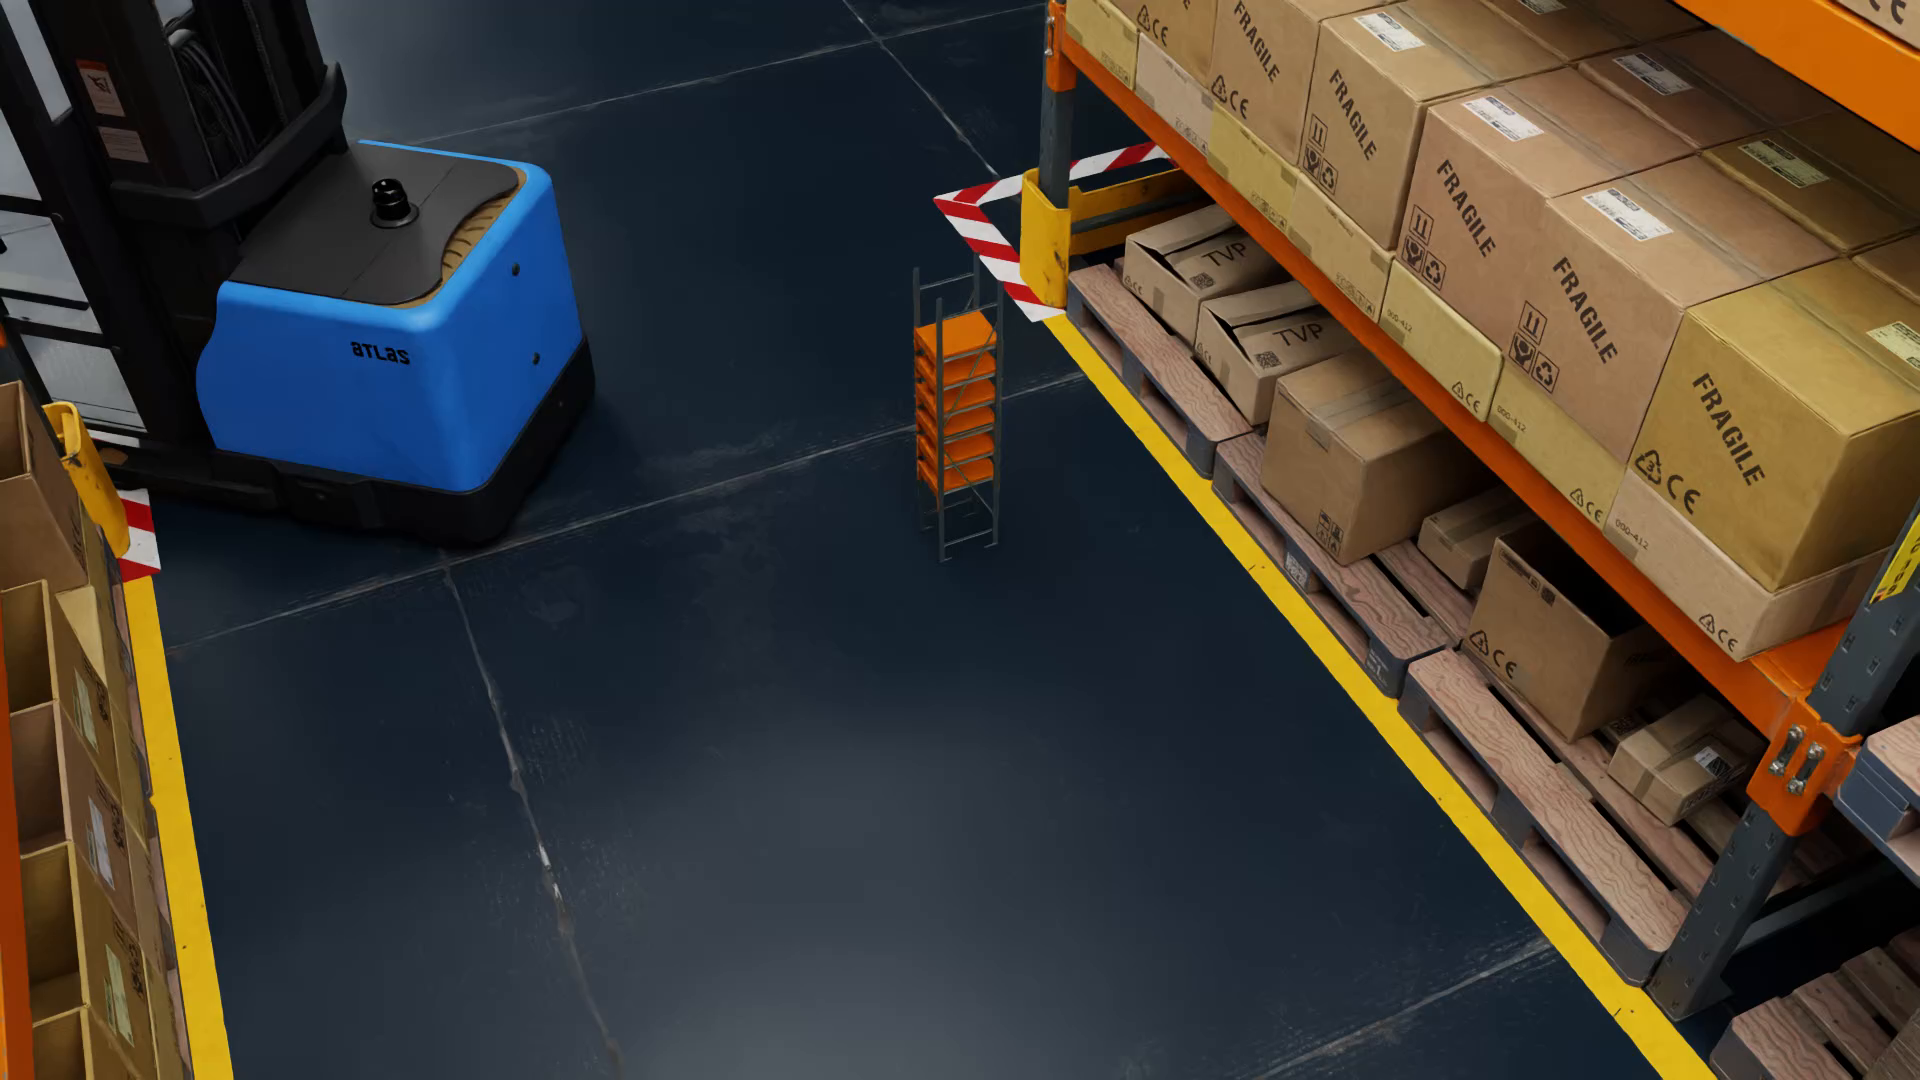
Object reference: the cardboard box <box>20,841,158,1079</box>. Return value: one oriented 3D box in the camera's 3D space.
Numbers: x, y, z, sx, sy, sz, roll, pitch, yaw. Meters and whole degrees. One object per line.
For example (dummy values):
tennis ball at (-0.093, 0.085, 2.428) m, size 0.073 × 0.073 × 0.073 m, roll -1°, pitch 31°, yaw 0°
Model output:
cardboard box at (-2.327, 1.153, 4.070) m, size 0.500 × 0.500 × 0.500 m, roll -18°, pitch 47°, yaw -17°

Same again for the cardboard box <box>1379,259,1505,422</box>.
cardboard box at (1.596, -0.651, 4.867) m, size 0.500 × 0.250 × 0.500 m, roll -18°, pitch 47°, yaw -18°

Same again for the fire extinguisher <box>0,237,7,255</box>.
fire extinguisher at (-3.305, -1.118, 5.302) m, size 0.296 × 0.674 × 0.183 m, roll -18°, pitch 47°, yaw -17°

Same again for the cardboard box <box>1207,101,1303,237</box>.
cardboard box at (1.173, -1.294, 5.518) m, size 0.500 × 0.250 × 0.500 m, roll -19°, pitch 48°, yaw -18°

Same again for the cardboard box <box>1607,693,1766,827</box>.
cardboard box at (2.246, 0.671, 5.139) m, size 0.380 × 0.166 × 0.250 m, roll -24°, pitch 49°, yaw -22°

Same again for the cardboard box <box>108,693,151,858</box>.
cardboard box at (-2.751, 0.784, 4.978) m, size 0.500 × 0.250 × 0.500 m, roll -18°, pitch 47°, yaw -17°

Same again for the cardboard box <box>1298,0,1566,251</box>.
cardboard box at (1.382, -1.251, 4.941) m, size 0.500 × 0.500 × 0.500 m, roll -17°, pitch 47°, yaw -16°

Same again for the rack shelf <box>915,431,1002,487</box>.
rack shelf at (-0.006, -0.319, 5.953) m, size 0.258 × 0.103 × 0.180 m, roll -18°, pitch 47°, yaw -17°

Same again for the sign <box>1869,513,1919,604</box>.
sign at (2.009, 0.008, 3.490) m, size 0.100 × 0.325 × 0.005 m, roll -18°, pitch 47°, yaw -17°

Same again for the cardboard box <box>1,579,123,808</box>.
cardboard box at (-2.748, 0.516, 4.716) m, size 0.500 × 0.500 × 0.500 m, roll -18°, pitch 47°, yaw -17°

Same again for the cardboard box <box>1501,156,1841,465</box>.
cardboard box at (1.803, -0.596, 4.277) m, size 0.500 × 0.500 × 0.500 m, roll -18°, pitch 47°, yaw -18°

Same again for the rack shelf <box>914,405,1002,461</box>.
rack shelf at (-0.006, -0.405, 5.869) m, size 0.258 × 0.103 × 0.180 m, roll -18°, pitch 47°, yaw -17°

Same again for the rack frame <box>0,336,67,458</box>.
rack frame at (-3.677, -0.933, 5.060) m, size 1.000 × 3.000 × 0.127 m, roll -18°, pitch 47°, yaw -17°

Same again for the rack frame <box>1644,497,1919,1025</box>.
rack frame at (2.498, 0.151, 3.962) m, size 1.000 × 3.000 × 0.127 m, roll -18°, pitch 47°, yaw -17°

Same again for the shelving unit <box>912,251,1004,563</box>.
shelving unit at (-0.006, -0.436, 5.838) m, size 0.258 × 1.200 × 0.189 m, roll -18°, pitch 47°, yaw -17°

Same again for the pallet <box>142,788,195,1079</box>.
pallet at (-2.808, 1.311, 4.771) m, size 1.003 × 0.211 × 1.213 m, roll -18°, pitch 47°, yaw -17°

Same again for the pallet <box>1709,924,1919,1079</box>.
pallet at (2.826, 1.639, 4.439) m, size 1.003 × 0.211 × 1.213 m, roll -18°, pitch 47°, yaw -17°

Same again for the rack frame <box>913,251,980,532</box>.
rack frame at (-0.045, -0.495, 5.897) m, size 0.240 × 1.200 × 0.006 m, roll -18°, pitch 47°, yaw -17°

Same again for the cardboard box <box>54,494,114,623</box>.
cardboard box at (-3.183, 0.151, 5.620) m, size 0.500 × 0.250 × 0.500 m, roll -18°, pitch 47°, yaw -17°

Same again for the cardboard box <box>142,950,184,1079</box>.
cardboard box at (-2.326, 1.420, 4.334) m, size 0.500 × 0.250 × 0.500 m, roll -18°, pitch 47°, yaw -17°

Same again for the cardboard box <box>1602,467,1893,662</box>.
cardboard box at (2.024, -0.015, 4.222) m, size 0.500 × 0.250 × 0.500 m, roll -18°, pitch 47°, yaw -17°

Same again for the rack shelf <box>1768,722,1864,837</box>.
rack shelf at (3.339, 1.681, 2.923) m, size 1.077 × 0.370 × 4.000 m, roll -18°, pitch 47°, yaw -17°

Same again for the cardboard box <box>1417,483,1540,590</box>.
cardboard box at (1.843, -0.016, 5.847) m, size 0.380 × 0.149 × 0.250 m, roll -22°, pitch 49°, yaw -21°

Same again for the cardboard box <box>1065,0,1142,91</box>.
cardboard box at (0.733, -1.947, 6.180) m, size 0.500 × 0.250 × 0.500 m, roll -19°, pitch 48°, yaw -19°

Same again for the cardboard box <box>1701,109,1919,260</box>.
cardboard box at (2.276, -0.762, 4.445) m, size 0.500 × 0.500 × 0.500 m, roll -18°, pitch 47°, yaw -18°

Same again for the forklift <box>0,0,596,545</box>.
forklift at (-3.063, -1.585, 5.770) m, size 3.031 × 2.935 × 1.130 m, roll 10°, pitch 45°, yaw 10°

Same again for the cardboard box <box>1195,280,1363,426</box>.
cardboard box at (1.265, -0.767, 6.493) m, size 0.500 × 0.311 × 0.500 m, roll -14°, pitch 46°, yaw -14°

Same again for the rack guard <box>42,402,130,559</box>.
rack guard at (-3.687, -0.058, 5.953) m, size 1.175 × 0.500 × 0.348 m, roll -18°, pitch 47°, yaw -17°

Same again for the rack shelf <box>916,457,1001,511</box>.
rack shelf at (-0.006, -0.234, 6.038) m, size 0.258 × 0.103 × 0.180 m, roll -18°, pitch 47°, yaw -17°

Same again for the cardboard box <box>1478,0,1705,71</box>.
cardboard box at (1.843, -1.409, 5.101) m, size 0.500 × 0.500 × 0.500 m, roll -17°, pitch 47°, yaw -17°

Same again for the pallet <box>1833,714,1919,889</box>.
pallet at (2.687, 0.749, 3.492) m, size 1.003 × 0.211 × 1.213 m, roll -18°, pitch 47°, yaw -17°

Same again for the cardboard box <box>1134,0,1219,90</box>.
cardboard box at (0.943, -1.908, 5.607) m, size 0.500 × 0.500 × 0.500 m, roll -18°, pitch 47°, yaw -17°
